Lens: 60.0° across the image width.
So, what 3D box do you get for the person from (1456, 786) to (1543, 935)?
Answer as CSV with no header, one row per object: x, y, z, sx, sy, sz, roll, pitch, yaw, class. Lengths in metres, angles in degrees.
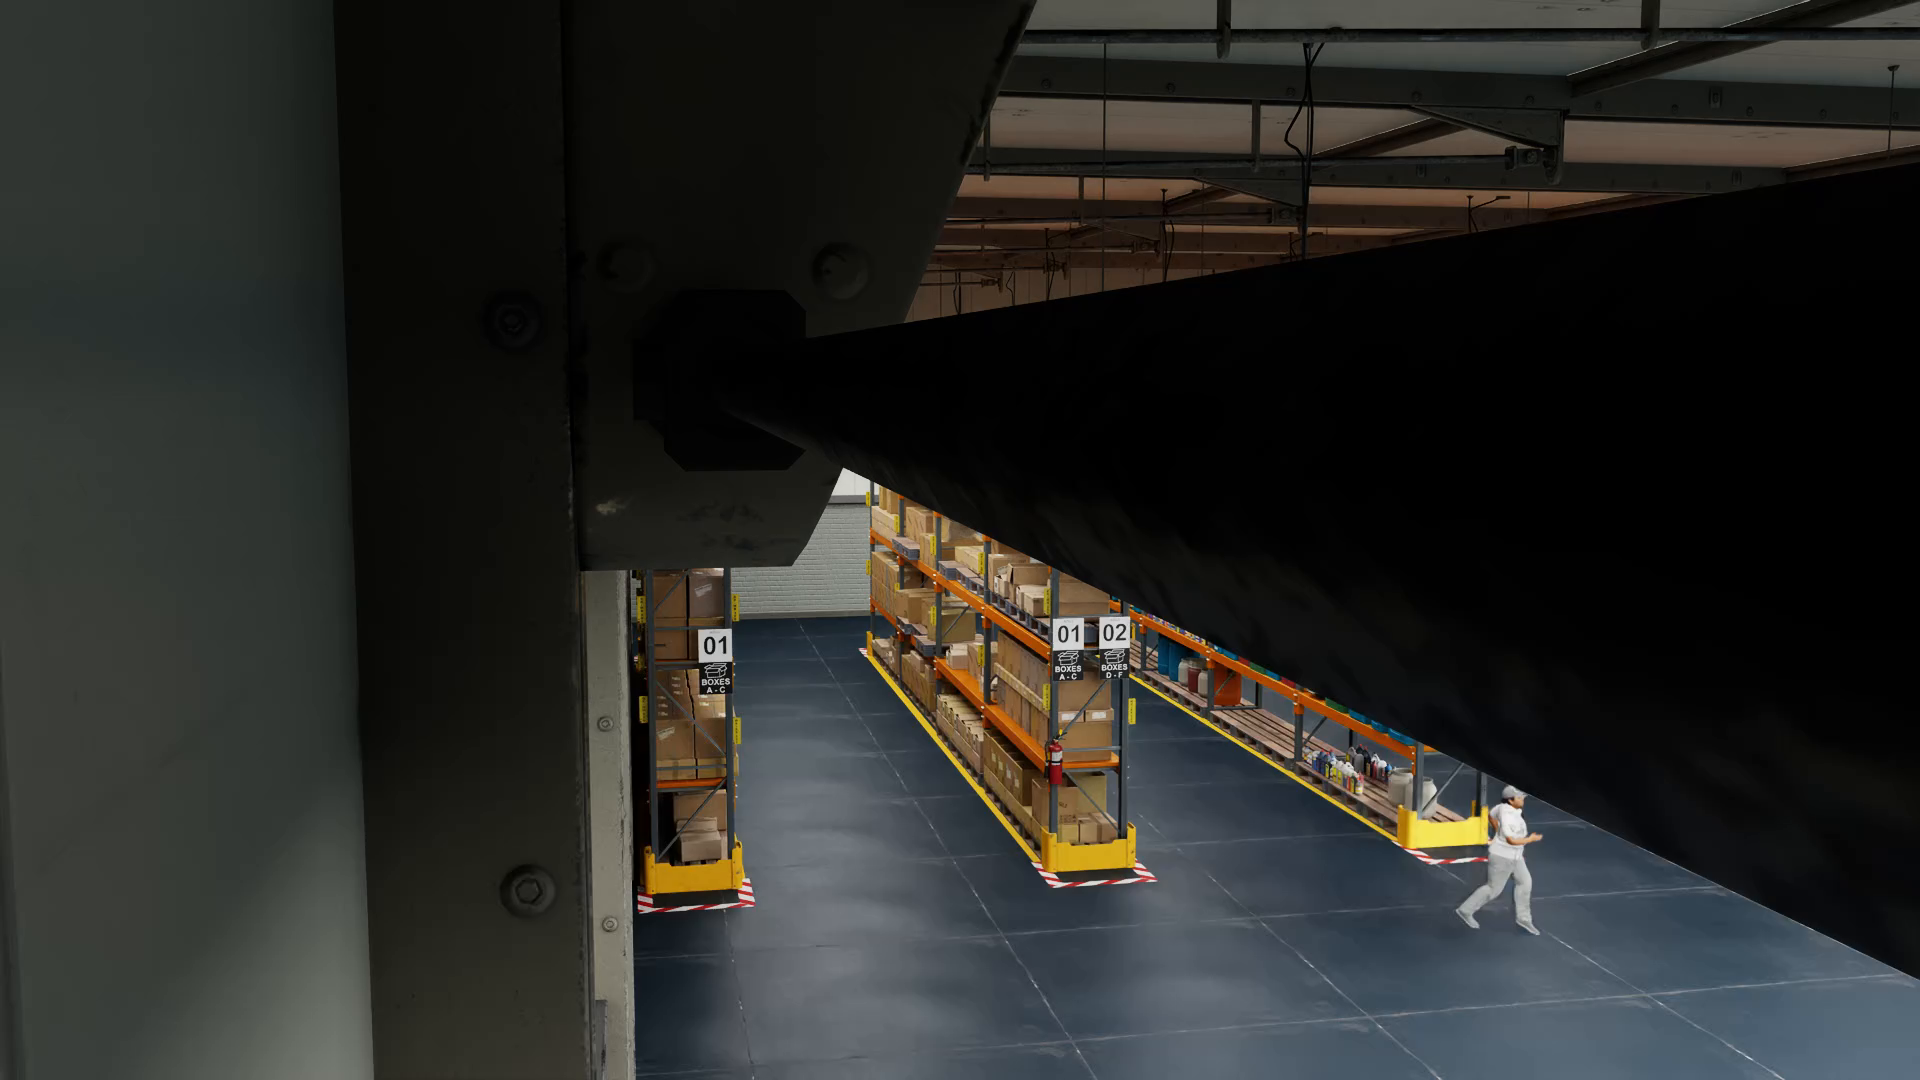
6.048,3.576,18.614,0.896,1.698,0.612,2,6,21,person
